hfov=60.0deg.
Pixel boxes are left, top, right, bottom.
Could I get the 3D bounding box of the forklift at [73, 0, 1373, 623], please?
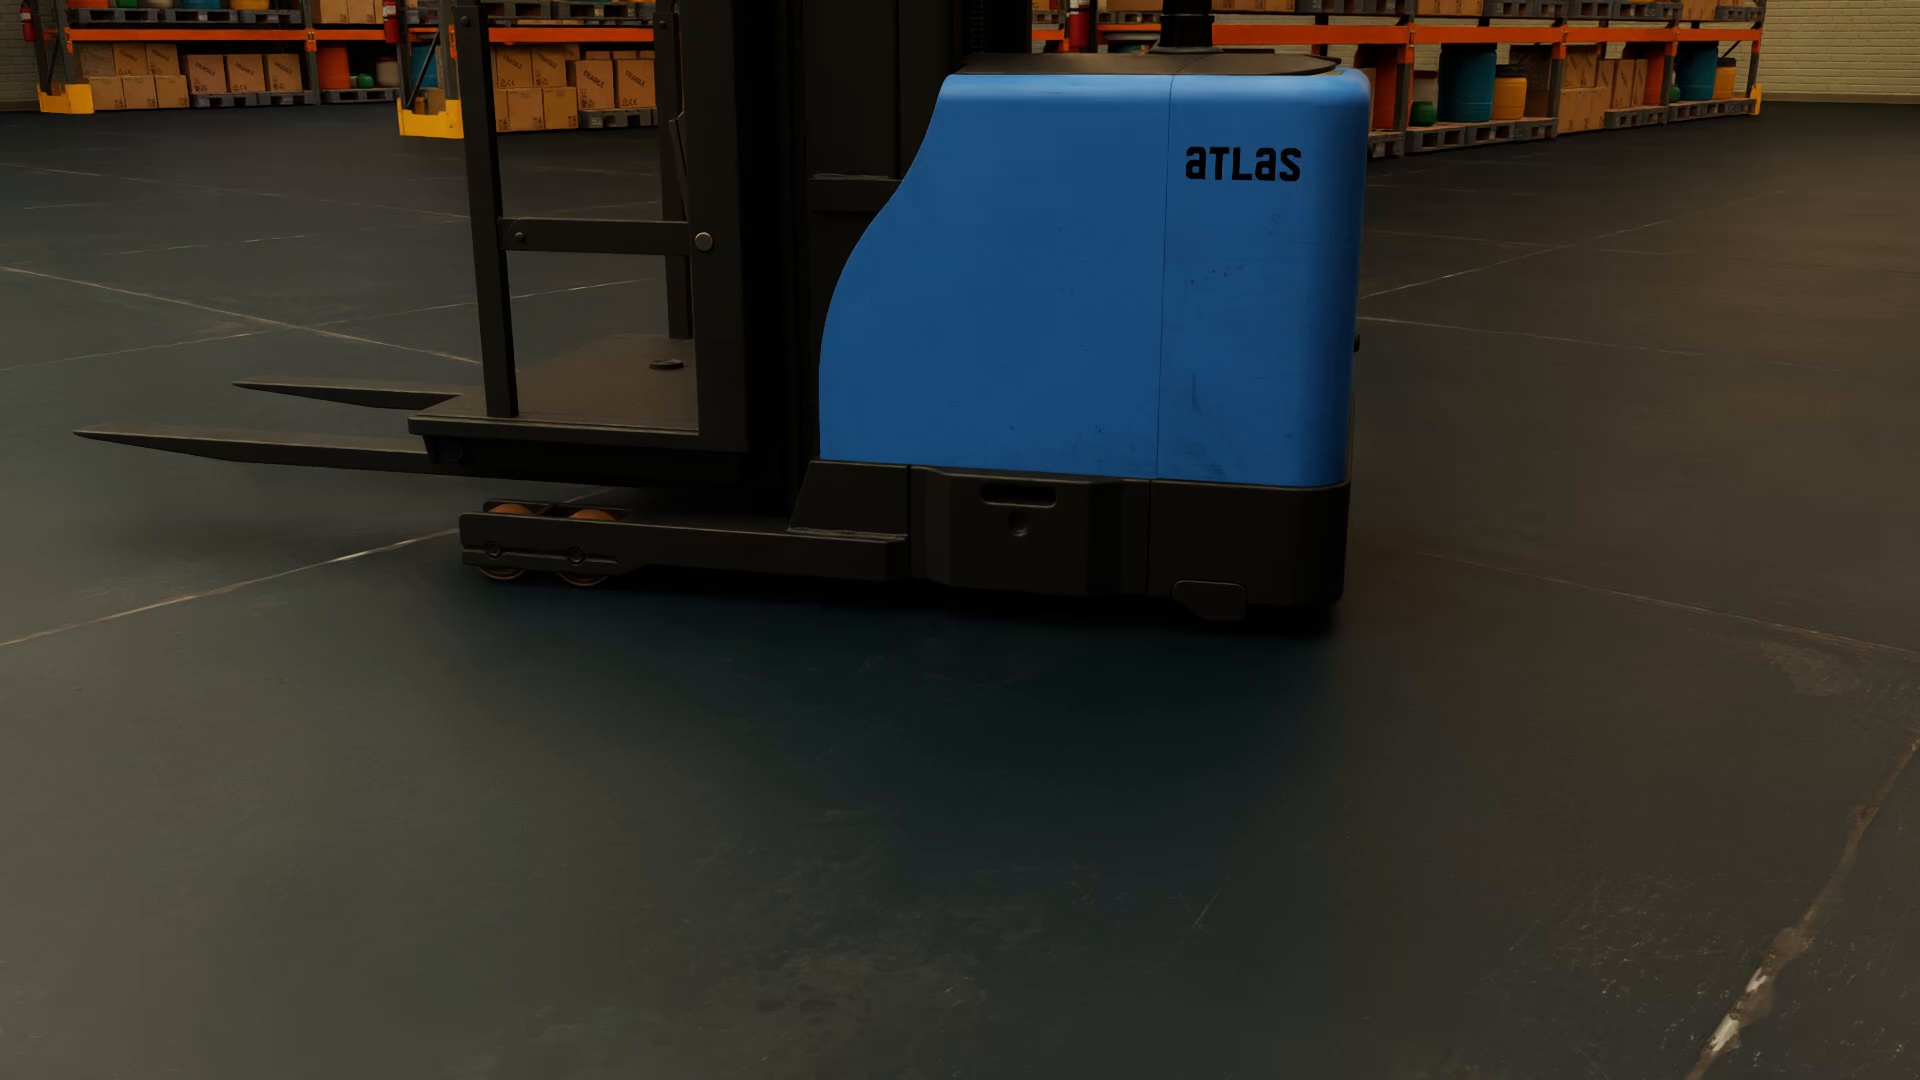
[{"bbox_3d":[-0.610,-1.445,3.655,3.031,2.935,1.130,4,17,13],"label":"forklift"}]
